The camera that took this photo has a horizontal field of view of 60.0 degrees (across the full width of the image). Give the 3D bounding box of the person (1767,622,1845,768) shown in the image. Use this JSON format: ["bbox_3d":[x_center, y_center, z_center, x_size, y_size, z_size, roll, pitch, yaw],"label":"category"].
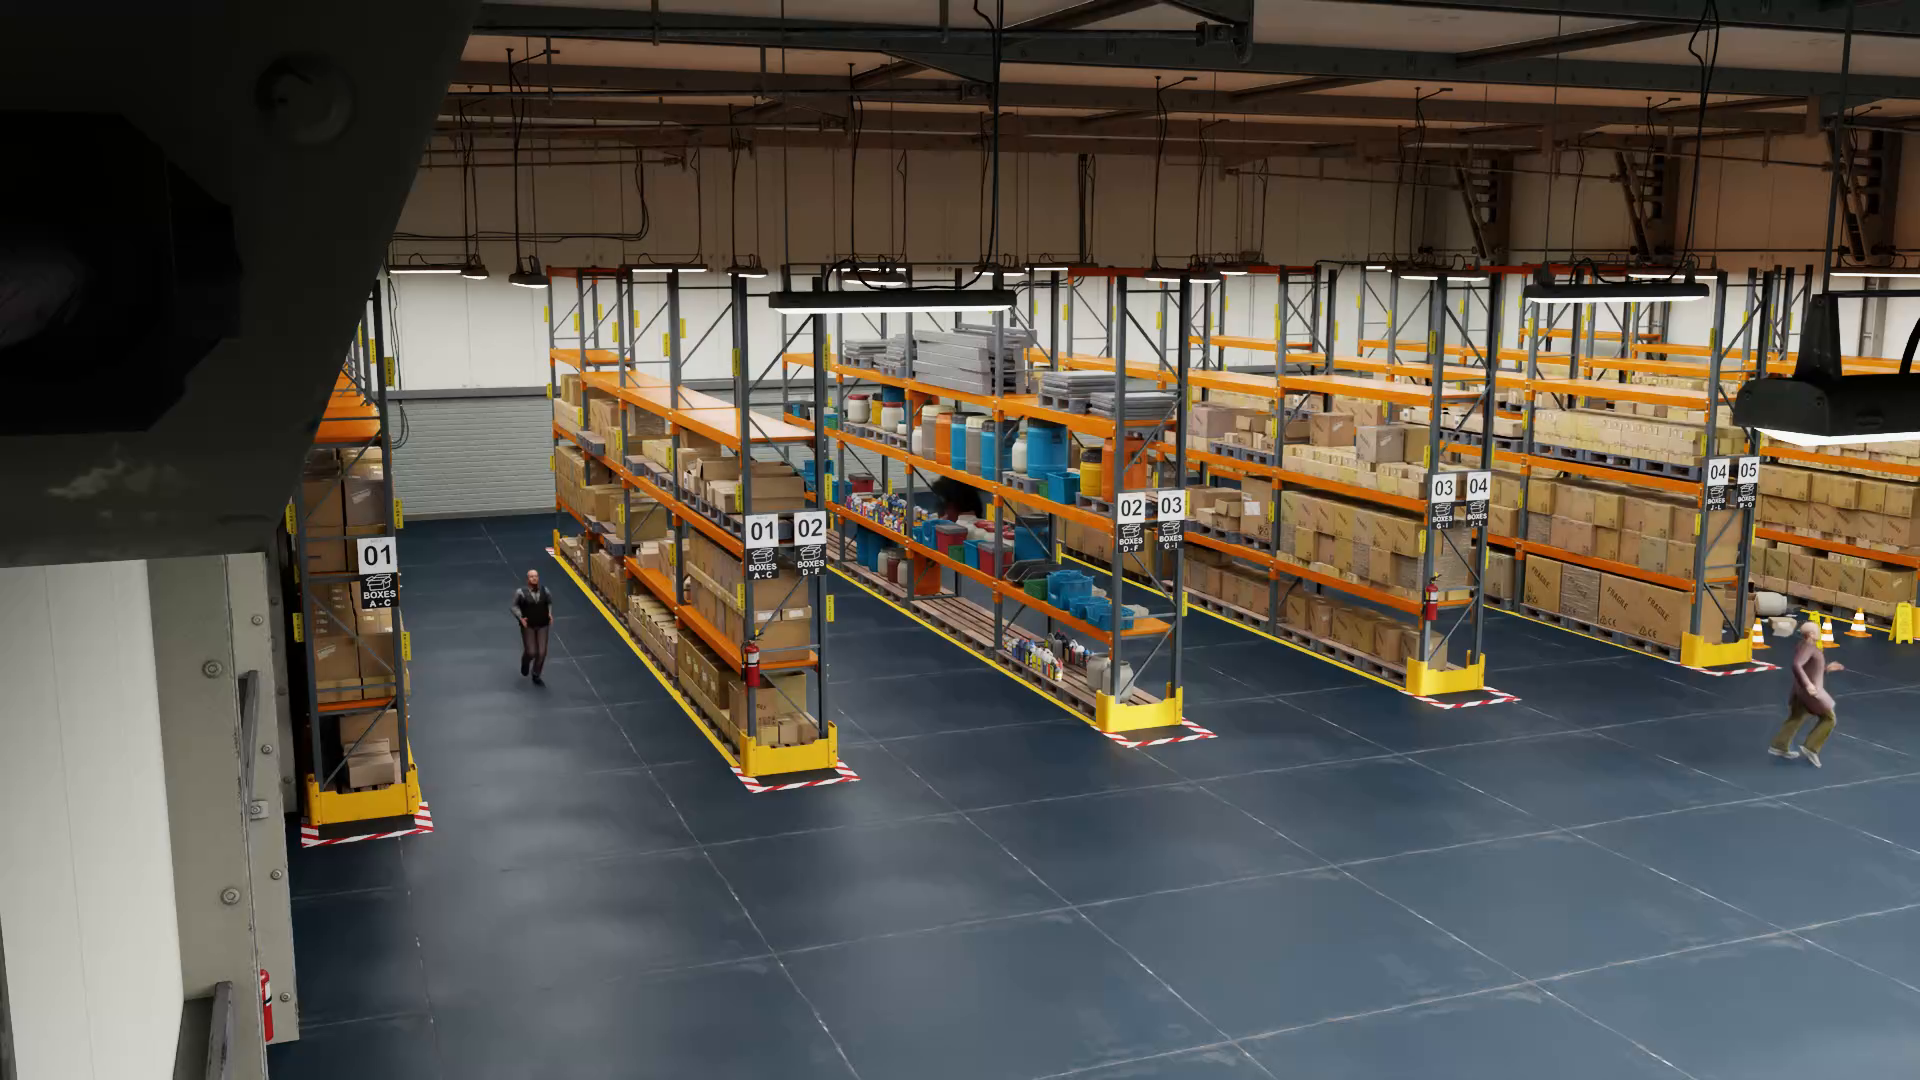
[{"bbox_3d":[10.513,1.915,20.591,0.775,1.823,0.671,1,10,7],"label":"person"}]

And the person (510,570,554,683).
[{"bbox_3d":[-6.266,1.273,24.507,0.643,1.674,0.577,-6,12,-31],"label":"person"}]

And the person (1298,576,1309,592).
[{"bbox_3d":[6.411,0.124,30.949,0.720,1.715,0.604,-5,11,-26],"label":"person"}]
